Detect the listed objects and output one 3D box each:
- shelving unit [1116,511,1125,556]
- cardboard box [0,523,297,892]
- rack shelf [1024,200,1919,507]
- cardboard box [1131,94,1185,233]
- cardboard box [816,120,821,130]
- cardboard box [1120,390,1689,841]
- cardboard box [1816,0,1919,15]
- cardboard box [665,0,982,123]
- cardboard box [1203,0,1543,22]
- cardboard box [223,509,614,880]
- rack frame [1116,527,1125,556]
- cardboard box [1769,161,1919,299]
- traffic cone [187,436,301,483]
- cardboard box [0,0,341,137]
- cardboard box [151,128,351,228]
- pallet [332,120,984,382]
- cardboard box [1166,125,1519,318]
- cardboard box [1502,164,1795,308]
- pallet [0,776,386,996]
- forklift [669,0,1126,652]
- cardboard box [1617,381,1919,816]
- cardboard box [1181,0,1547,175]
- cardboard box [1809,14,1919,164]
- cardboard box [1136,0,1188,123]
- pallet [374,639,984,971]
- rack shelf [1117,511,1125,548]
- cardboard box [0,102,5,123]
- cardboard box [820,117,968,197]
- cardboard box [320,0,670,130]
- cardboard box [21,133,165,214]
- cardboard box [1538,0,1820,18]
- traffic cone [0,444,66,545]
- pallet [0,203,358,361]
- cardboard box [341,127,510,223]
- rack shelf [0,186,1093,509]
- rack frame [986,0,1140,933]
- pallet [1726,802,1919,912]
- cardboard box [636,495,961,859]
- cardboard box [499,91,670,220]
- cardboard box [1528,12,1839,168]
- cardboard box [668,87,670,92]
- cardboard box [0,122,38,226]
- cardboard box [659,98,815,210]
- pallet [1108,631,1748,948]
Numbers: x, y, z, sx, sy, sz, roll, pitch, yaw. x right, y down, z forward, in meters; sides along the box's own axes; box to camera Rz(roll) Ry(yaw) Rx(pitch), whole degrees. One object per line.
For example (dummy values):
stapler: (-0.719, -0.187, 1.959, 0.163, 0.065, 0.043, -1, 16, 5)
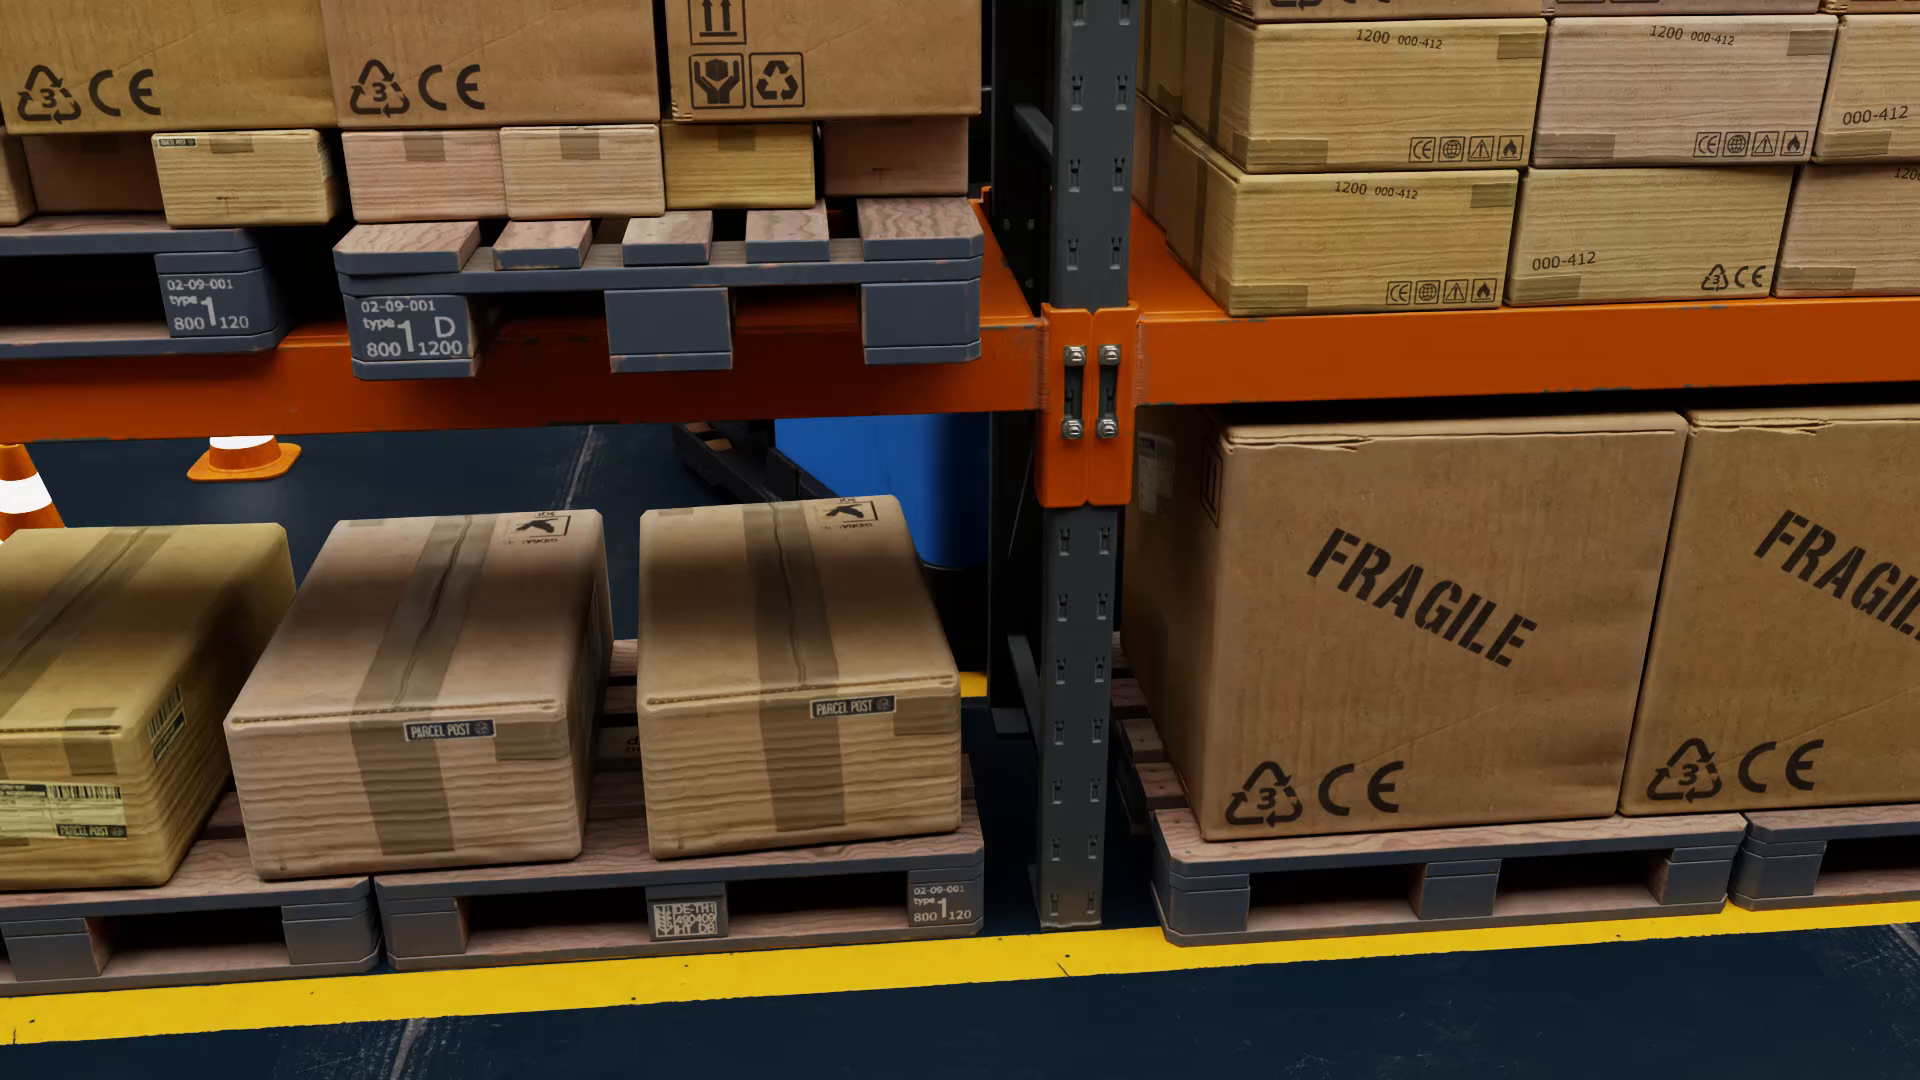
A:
shelving unit: (0.613, -0.254, 4.332, 0.503, 1.200, 0.258, -13, 25, -28)
cardboard box: (-1.871, 0.323, 3.550, 0.625, 0.372, 0.950, -2, 24, -3)
rack shelf: (2.171, -0.517, 3.605, 4.000, 0.370, 1.077, -2, 24, -5)
cardboard box: (0.659, -0.822, 3.591, 0.500, 0.250, 0.500, -3, 24, -7)
cardboard box: (-0.161, -0.905, 3.385, 0.250, 0.149, 0.380, -4, 24, -8)
cardboard box: (0.877, 0.019, 3.612, 0.875, 0.875, 0.875, -3, 24, -6)
cardboard box: (1.705, -1.227, 2.964, 0.500, 0.500, 0.500, -2, 24, -4)
cardboard box: (-0.244, -1.009, 2.820, 0.500, 0.500, 0.500, -3, 24, -7)
cardboard box: (0.696, -1.189, 2.878, 0.500, 0.500, 0.500, -3, 24, -7)
cardboard box: (-1.116, 0.295, 3.612, 0.625, 0.372, 0.950, -3, 24, -6)
rack frame: (0.403, -0.204, 4.219, 0.015, 1.200, 0.240, -13, 25, -28)
cardboard box: (1.725, -0.661, 3.229, 0.500, 0.250, 0.500, -2, 24, -3)
traffic cone: (-2.513, -0.478, 5.755, 0.334, 0.463, 0.336, -2, 24, -5)
cardboard box: (-1.259, -0.963, 2.717, 0.500, 0.500, 0.500, -4, 24, -9)
cardboard box: (-1.152, -0.643, 2.796, 0.250, 0.149, 0.380, -2, 24, -4)
pallet: (-0.518, -0.606, 3.157, 1.003, 0.211, 1.213, -2, 24, -5)
cardboard box: (0.693, -0.615, 3.125, 0.500, 0.250, 0.500, -3, 24, -6)
cardboard box: (1.202, -0.643, 3.187, 0.500, 0.250, 0.500, -3, 24, -7)
pallet: (-1.808, 0.587, 3.670, 1.213, 0.211, 1.003, -2, 24, -5)
forklift: (-0.347, -1.600, 5.242, 1.130, 2.935, 3.031, -13, 27, -27)
cardboard box: (1.765, -0.014, 3.688, 0.875, 0.875, 0.875, -2, 24, -5)
cardboard box: (0.710, -0.846, 3.029, 0.500, 0.250, 0.500, -2, 24, -6)
cardboard box: (1.721, -0.881, 3.108, 0.500, 0.250, 0.500, -2, 24, -5)
cardboard box: (0.638, -1.048, 3.483, 0.500, 0.250, 0.500, -2, 24, -5)
pallet: (-0.597, 0.539, 3.777, 1.213, 0.211, 1.003, -2, 24, -5)
rack shelf: (0.619, -0.008, 4.432, 0.480, 0.148, 0.258, -13, 25, -28)
cardboard box: (-1.803, -0.941, 2.669, 0.500, 0.500, 0.500, -3, 24, -7)
cardboard box: (-0.122, -0.734, 3.002, 0.250, 0.149, 0.380, -1, 24, -3)
cardboard box: (-0.757, -0.983, 2.763, 0.500, 0.500, 0.500, -3, 24, -6)
cardboard box: (-1.414, -0.684, 2.888, 0.250, 0.149, 0.380, -2, 24, -5)
cardboard box: (1.189, -1.213, 2.931, 0.500, 0.500, 0.500, -2, 24, -5)
traffic cone: (-2.703, -0.062, 4.820, 0.334, 0.463, 0.336, -2, 24, -5)
pallet: (-1.785, -0.582, 3.103, 1.213, 0.211, 1.003, -2, 24, -5)
cardboard box: (-0.879, -0.660, 2.833, 0.250, 0.149, 0.380, -3, 24, -8)
rack shelf: (-1.809, -0.357, 3.246, 4.000, 0.370, 1.077, -2, 24, -5)
rack frame: (0.181, -0.766, 3.279, 0.127, 3.000, 1.000, -2, 24, -5)
pallet: (2.184, 0.460, 3.955, 1.213, 0.211, 1.003, -2, 24, -5)
cardboard box: (-0.382, 0.262, 3.686, 0.625, 0.372, 0.950, -4, 24, -9)
cardboard box: (-0.628, -0.666, 2.848, 0.250, 0.149, 0.380, -2, 24, -6)
cardboard box: (1.224, -0.866, 3.075, 0.500, 0.250, 0.500, -2, 24, -4)
cardboard box: (-0.722, -0.915, 3.407, 0.250, 0.149, 0.380, -4, 24, -9)
cardboard box: (-1.656, -0.641, 2.790, 0.250, 0.149, 0.380, -3, 24, -7)
cardboard box: (-0.382, -0.695, 2.912, 0.250, 0.149, 0.380, -2, 24, -4)
pallet: (0.973, 0.508, 3.848, 1.213, 0.211, 1.003, -2, 24, -5)
